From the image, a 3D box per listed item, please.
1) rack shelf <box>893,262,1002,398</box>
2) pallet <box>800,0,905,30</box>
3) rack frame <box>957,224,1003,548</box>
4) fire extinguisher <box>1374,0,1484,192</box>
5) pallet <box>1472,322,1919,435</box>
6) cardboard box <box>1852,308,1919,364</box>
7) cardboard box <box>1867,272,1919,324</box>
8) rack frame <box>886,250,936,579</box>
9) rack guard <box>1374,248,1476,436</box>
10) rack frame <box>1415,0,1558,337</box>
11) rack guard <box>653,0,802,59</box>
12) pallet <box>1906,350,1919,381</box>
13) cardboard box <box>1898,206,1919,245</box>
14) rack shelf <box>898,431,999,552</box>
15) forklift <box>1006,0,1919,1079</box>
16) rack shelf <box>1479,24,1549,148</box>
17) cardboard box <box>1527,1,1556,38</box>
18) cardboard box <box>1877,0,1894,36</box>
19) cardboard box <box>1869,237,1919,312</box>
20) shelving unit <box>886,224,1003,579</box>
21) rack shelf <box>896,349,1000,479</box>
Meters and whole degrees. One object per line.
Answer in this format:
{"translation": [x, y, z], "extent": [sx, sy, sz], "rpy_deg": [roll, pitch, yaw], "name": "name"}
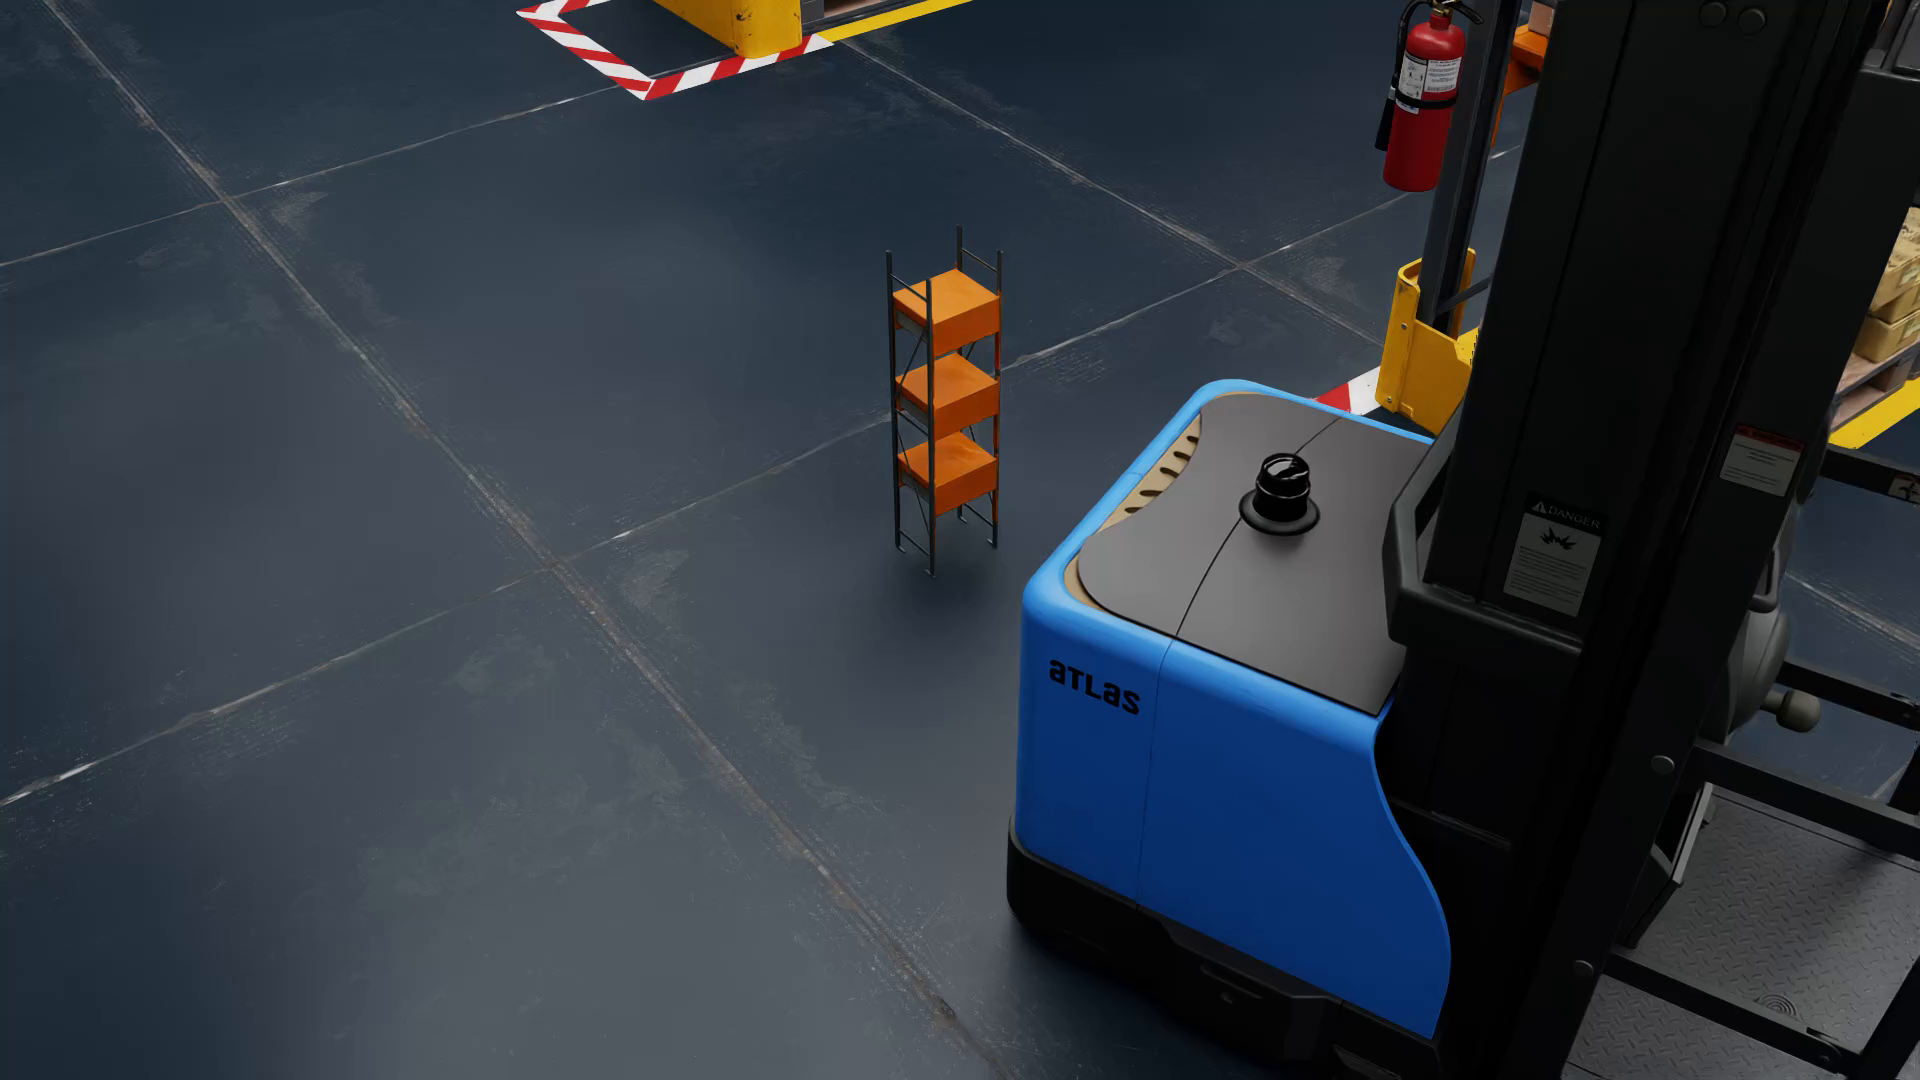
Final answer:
{"translation": [-0.042, -0.596, 4.719], "extent": [0.240, 0.259, 0.215], "rpy_deg": [-26, 46, -28], "name": "rack shelf"}
{"translation": [-0.643, -3.128, 8.896], "extent": [1.213, 0.211, 1.003], "rpy_deg": [-26, 46, -28], "name": "pallet"}
{"translation": [0.054, -0.432, 4.949], "extent": [0.008, 1.050, 0.200], "rpy_deg": [-26, 46, -28], "name": "rack frame"}
{"translation": [1.386, -1.368, 4.907], "extent": [0.183, 0.674, 0.296], "rpy_deg": [-26, 46, -28], "name": "fire extinguisher"}
{"translation": [2.593, -0.655, 5.882], "extent": [1.213, 0.211, 1.003], "rpy_deg": [-26, 46, -28], "name": "pallet"}
{"translation": [3.097, -0.794, 5.770], "extent": [0.250, 0.149, 0.380], "rpy_deg": [-25, 46, -28], "name": "cardboard box"}
{"translation": [3.100, -0.917, 5.685], "extent": [0.250, 0.149, 0.380], "rpy_deg": [-25, 45, -27], "name": "cardboard box"}
{"translation": [-0.139, -0.338, 4.834], "extent": [0.008, 1.050, 0.200], "rpy_deg": [-26, 46, -28], "name": "rack frame"}
{"translation": [1.927, -0.470, 5.429], "extent": [0.348, 0.500, 1.175], "rpy_deg": [-26, 46, -28], "name": "rack guard"}
{"translation": [1.867, -1.407, 4.600], "extent": [0.127, 3.000, 1.000], "rpy_deg": [-26, 46, -28], "name": "rack frame"}
{"translation": [-1.249, -2.882, 8.369], "extent": [0.348, 0.500, 1.175], "rpy_deg": [-26, 46, -28], "name": "rack guard"}
{"translation": [3.559, -1.123, 6.453], "extent": [1.213, 0.211, 1.003], "rpy_deg": [-26, 46, -28], "name": "pallet"}
{"translation": [3.059, -1.066, 5.633], "extent": [0.250, 0.149, 0.380], "rpy_deg": [-28, 47, -30], "name": "cardboard box"}
{"translation": [-0.042, -0.162, 5.075], "extent": [0.240, 0.259, 0.215], "rpy_deg": [-26, 46, -28], "name": "rack shelf"}
{"translation": [1.640, 0.029, 2.904], "extent": [3.031, 2.935, 1.130], "rpy_deg": [21, 44, 24], "name": "forklift"}
{"translation": [3.453, -1.902, 5.771], "extent": [4.000, 0.370, 1.077], "rpy_deg": [-26, 46, -28], "name": "rack shelf"}
{"translation": [1.953, -1.578, 5.007], "extent": [0.250, 0.149, 0.380], "rpy_deg": [-26, 46, -28], "name": "cardboard box"}
{"translation": [2.391, -1.595, 4.516], "extent": [0.500, 0.500, 0.500], "rpy_deg": [-24, 45, -26], "name": "cardboard box"}
{"translation": [2.912, -0.929, 5.465], "extent": [0.250, 0.149, 0.380], "rpy_deg": [-26, 46, -28], "name": "cardboard box"}
{"translation": [-0.042, -0.385, 4.892], "extent": [0.252, 1.050, 0.215], "rpy_deg": [-26, 46, -28], "name": "shelving unit"}
{"translation": [-0.042, -0.377, 4.899], "extent": [0.240, 0.259, 0.215], "rpy_deg": [-26, 46, -28], "name": "rack shelf"}
